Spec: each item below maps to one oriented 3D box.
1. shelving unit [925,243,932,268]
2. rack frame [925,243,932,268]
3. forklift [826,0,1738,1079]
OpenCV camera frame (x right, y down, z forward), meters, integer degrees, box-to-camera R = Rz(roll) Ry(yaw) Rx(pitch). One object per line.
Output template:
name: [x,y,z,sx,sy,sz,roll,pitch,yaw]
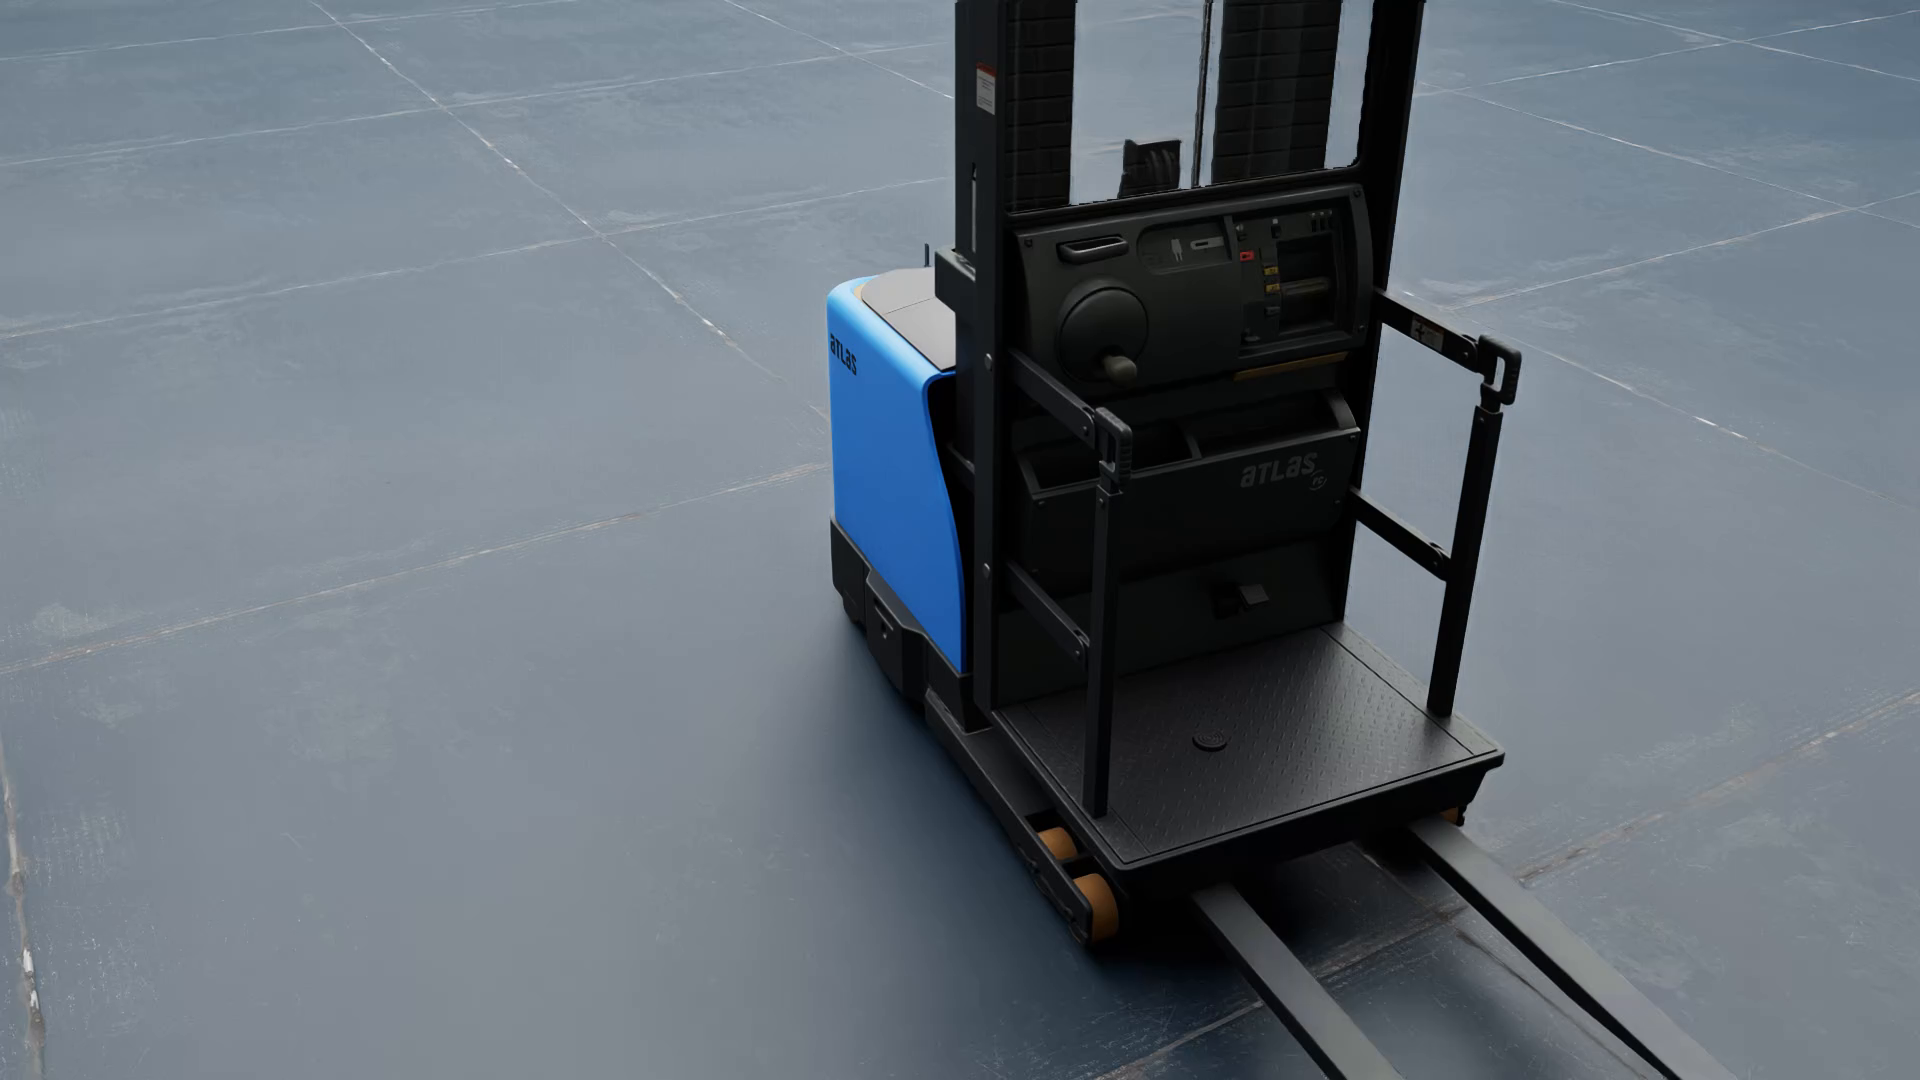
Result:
shelving unit: [0.046,-0.473,5.520,0.252,1.050,0.215,-16,33,-26]
rack frame: [-0.059,-0.443,5.466,0.008,1.050,0.200,-16,33,-26]
forklift: [0.654,-0.553,3.718,1.130,2.935,3.031,-12,31,-21]
